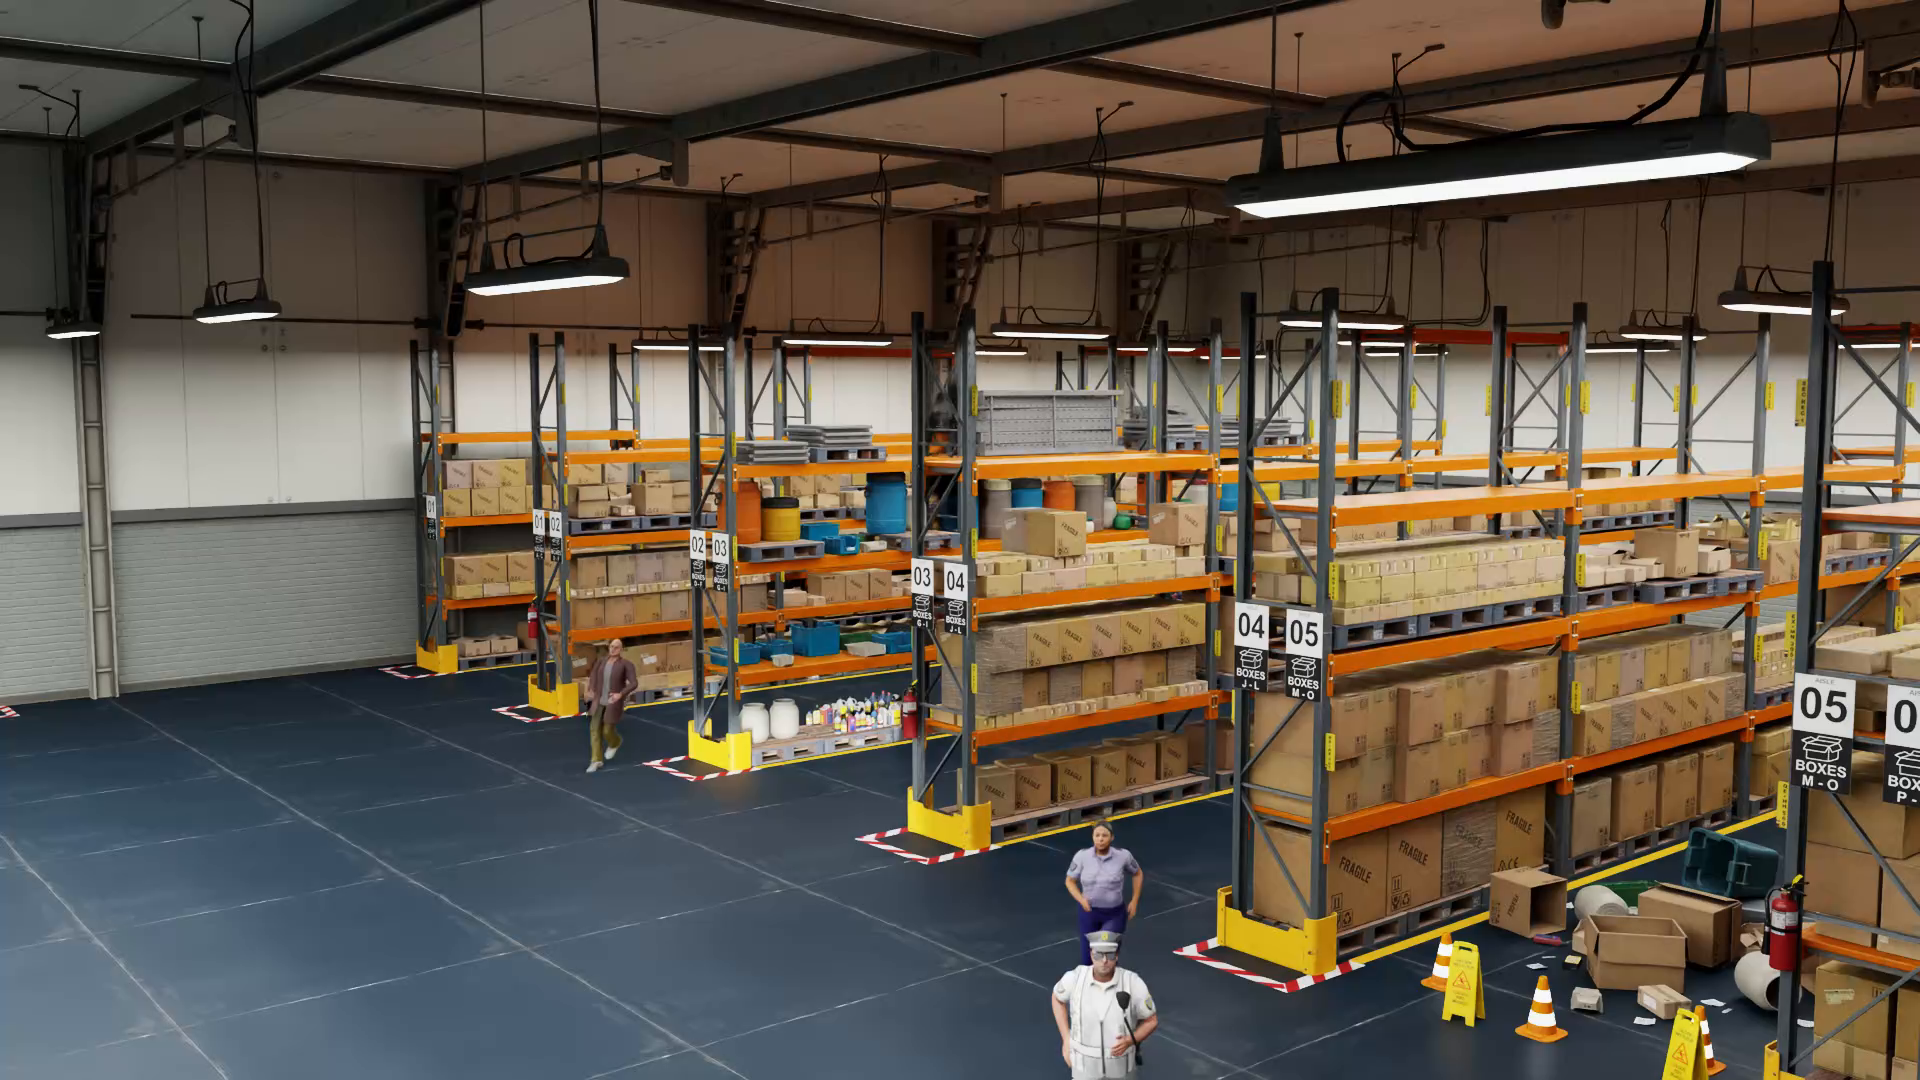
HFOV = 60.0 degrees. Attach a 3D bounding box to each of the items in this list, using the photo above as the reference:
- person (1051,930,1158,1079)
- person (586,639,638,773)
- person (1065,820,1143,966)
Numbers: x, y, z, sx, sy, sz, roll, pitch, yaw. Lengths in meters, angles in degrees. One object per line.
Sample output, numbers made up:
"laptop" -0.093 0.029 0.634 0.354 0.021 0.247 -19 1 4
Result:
"person" 0.901 3.303 10.420 0.666 1.813 0.854 0 5 4
"person" -4.737 2.225 22.530 0.758 1.758 0.836 1 5 15
"person" 1.162 3.096 13.618 0.604 1.660 0.803 1 5 11
